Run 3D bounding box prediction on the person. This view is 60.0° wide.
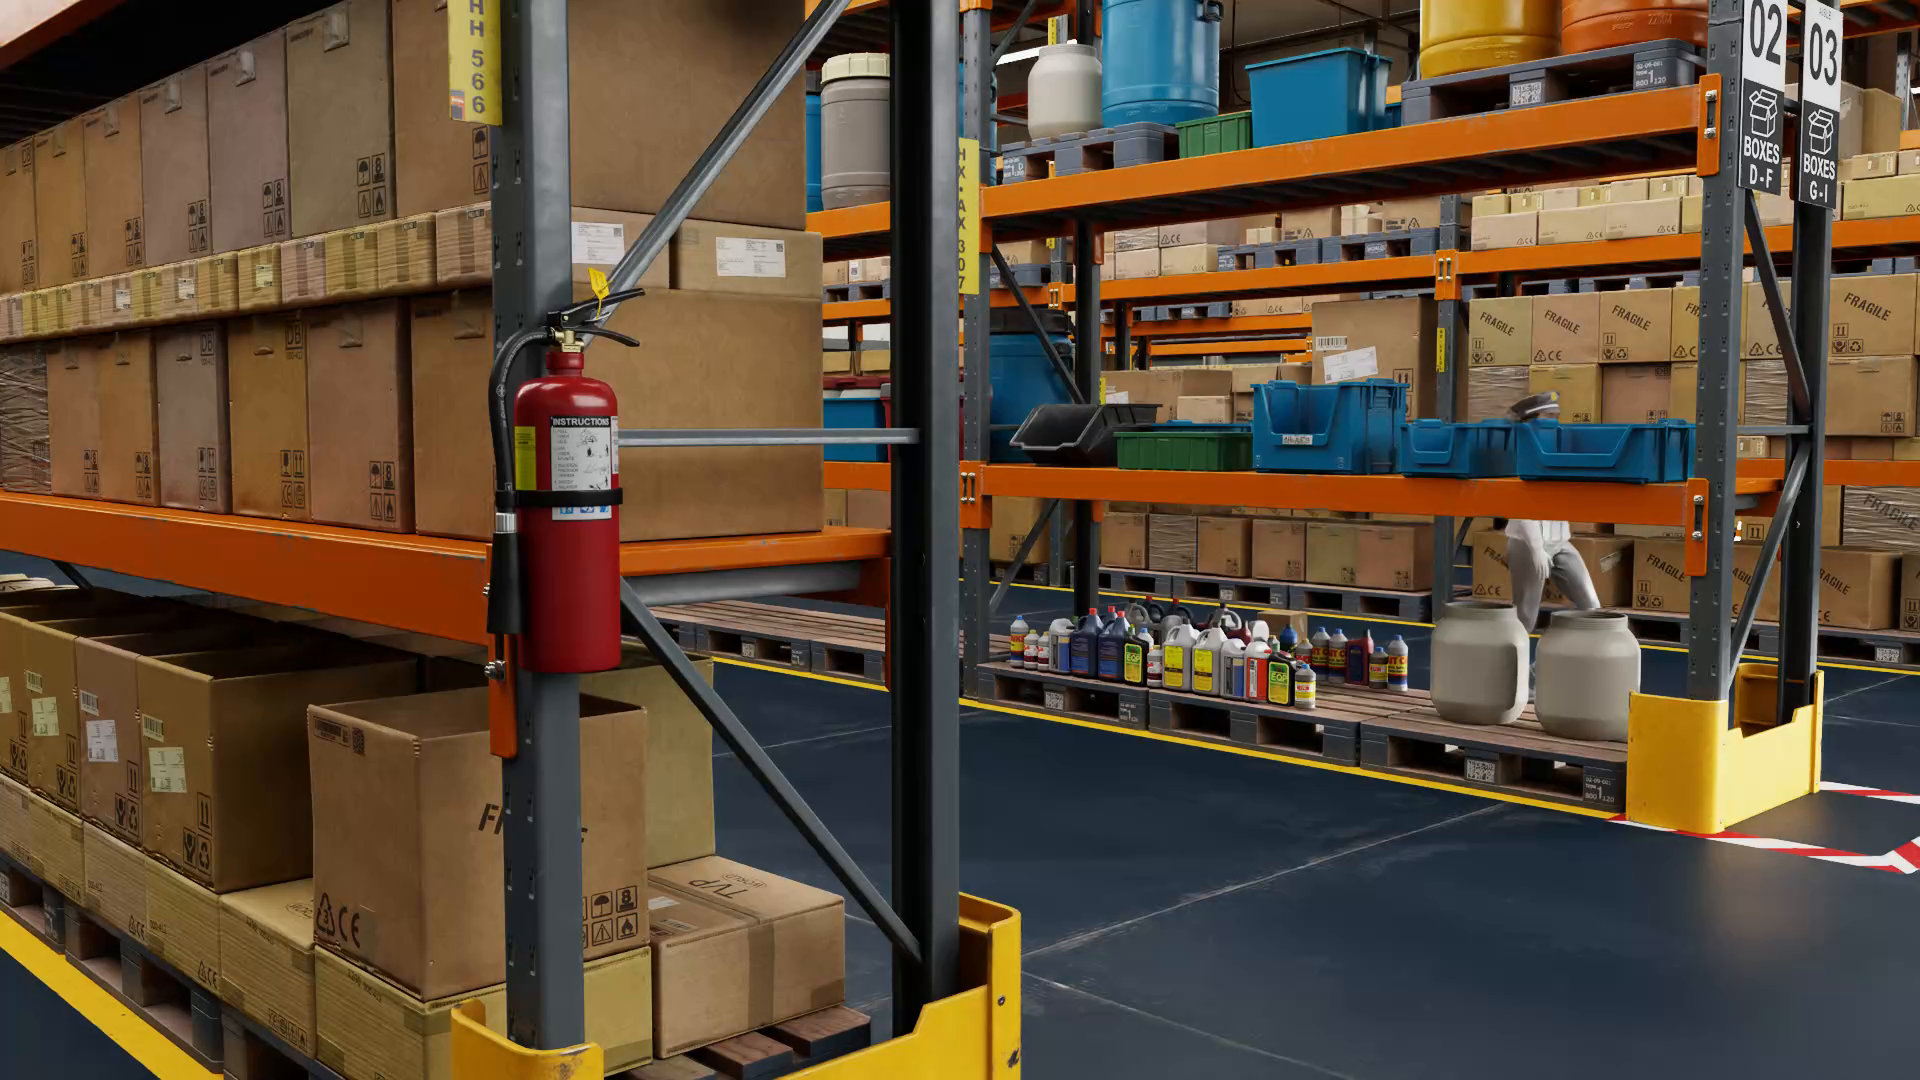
[{"bbox_3d":[3.131,0.061,8.918,0.529,1.729,0.500,-4,5,-43],"label":"person"}]
